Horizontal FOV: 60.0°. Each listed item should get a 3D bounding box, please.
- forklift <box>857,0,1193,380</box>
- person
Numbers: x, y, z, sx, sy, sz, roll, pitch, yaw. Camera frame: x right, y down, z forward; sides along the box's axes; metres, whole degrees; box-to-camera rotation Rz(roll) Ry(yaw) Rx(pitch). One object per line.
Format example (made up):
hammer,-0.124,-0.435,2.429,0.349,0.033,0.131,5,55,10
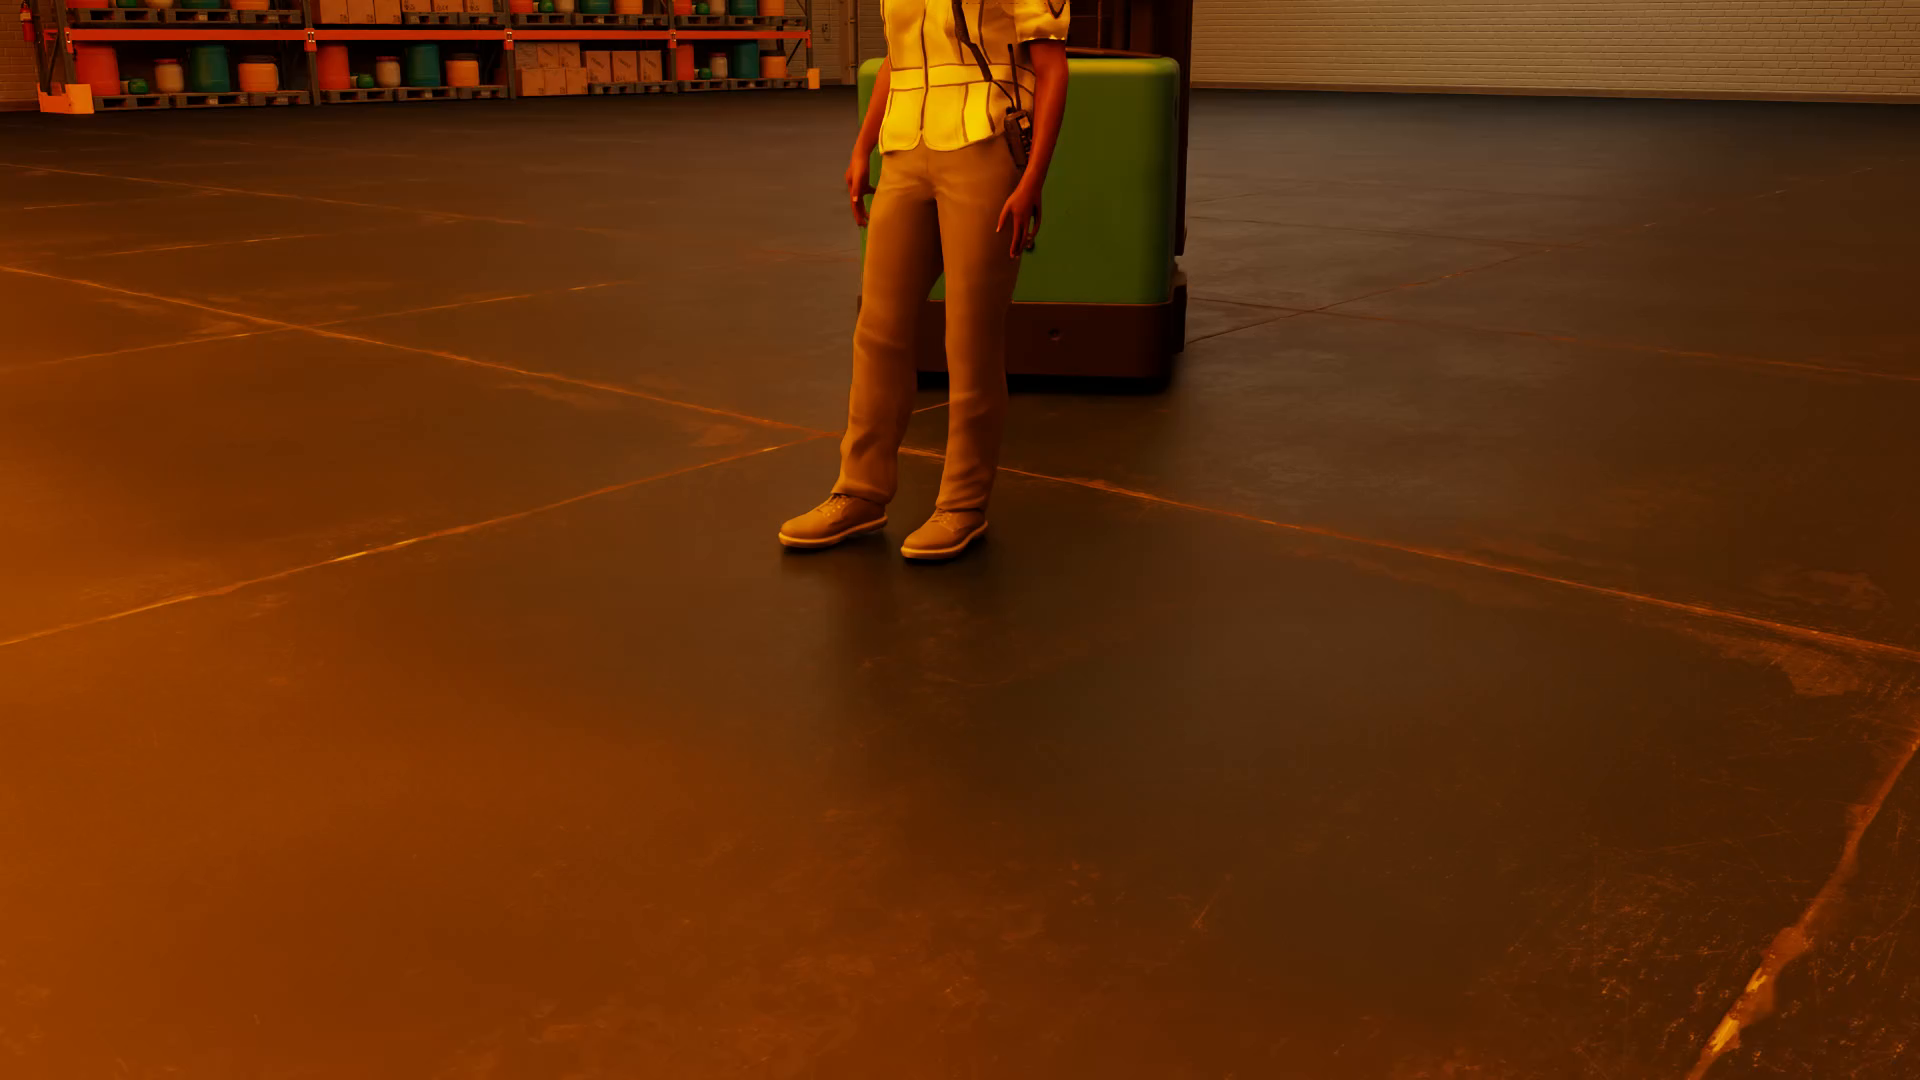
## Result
forklift,0.378,-2.316,6.524,1.130,2.935,3.031,2,17,8
person,-0.063,-0.805,3.650,0.570,1.697,0.528,13,21,37
